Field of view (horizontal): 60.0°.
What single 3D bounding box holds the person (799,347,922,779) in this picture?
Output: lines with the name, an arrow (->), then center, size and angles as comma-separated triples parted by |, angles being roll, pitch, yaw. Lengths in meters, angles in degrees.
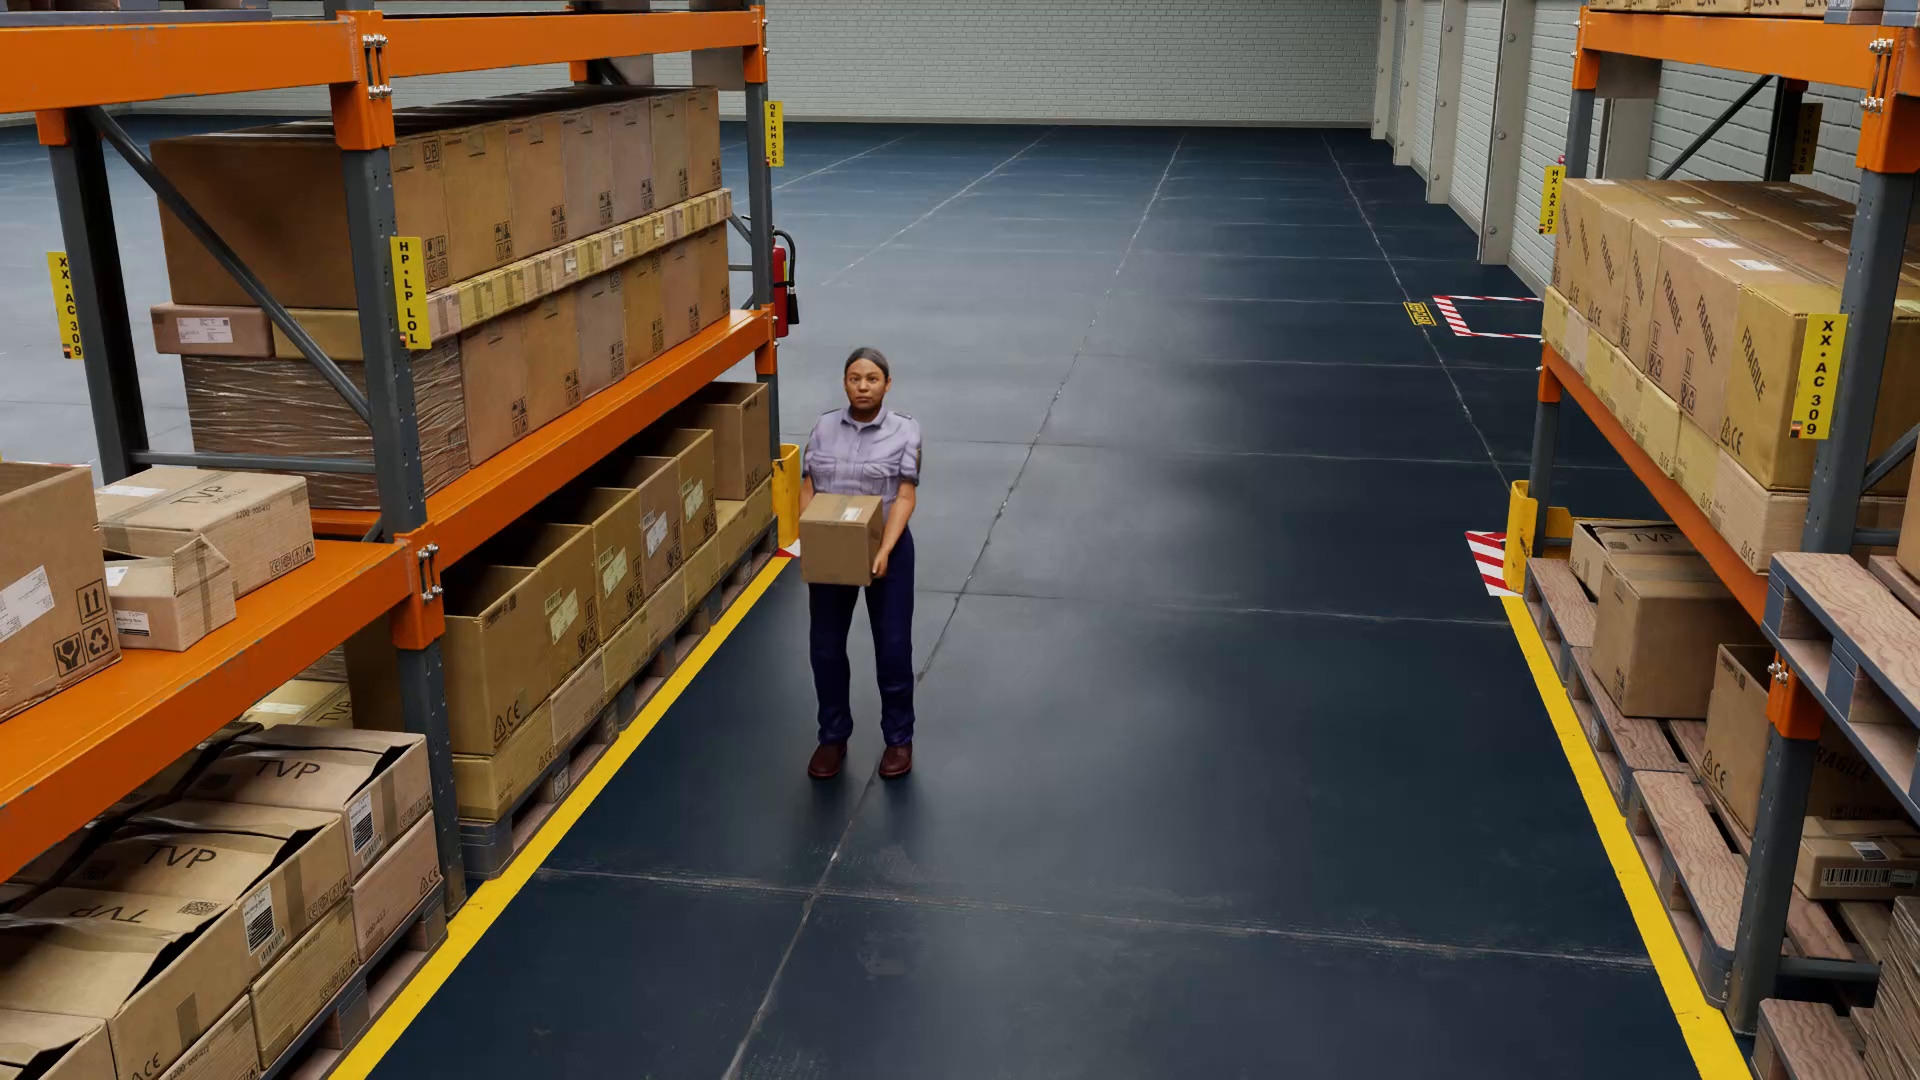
person -> -0.386, 0.109, 6.263 | 0.452, 1.635, 0.525 | 3, 18, 10
